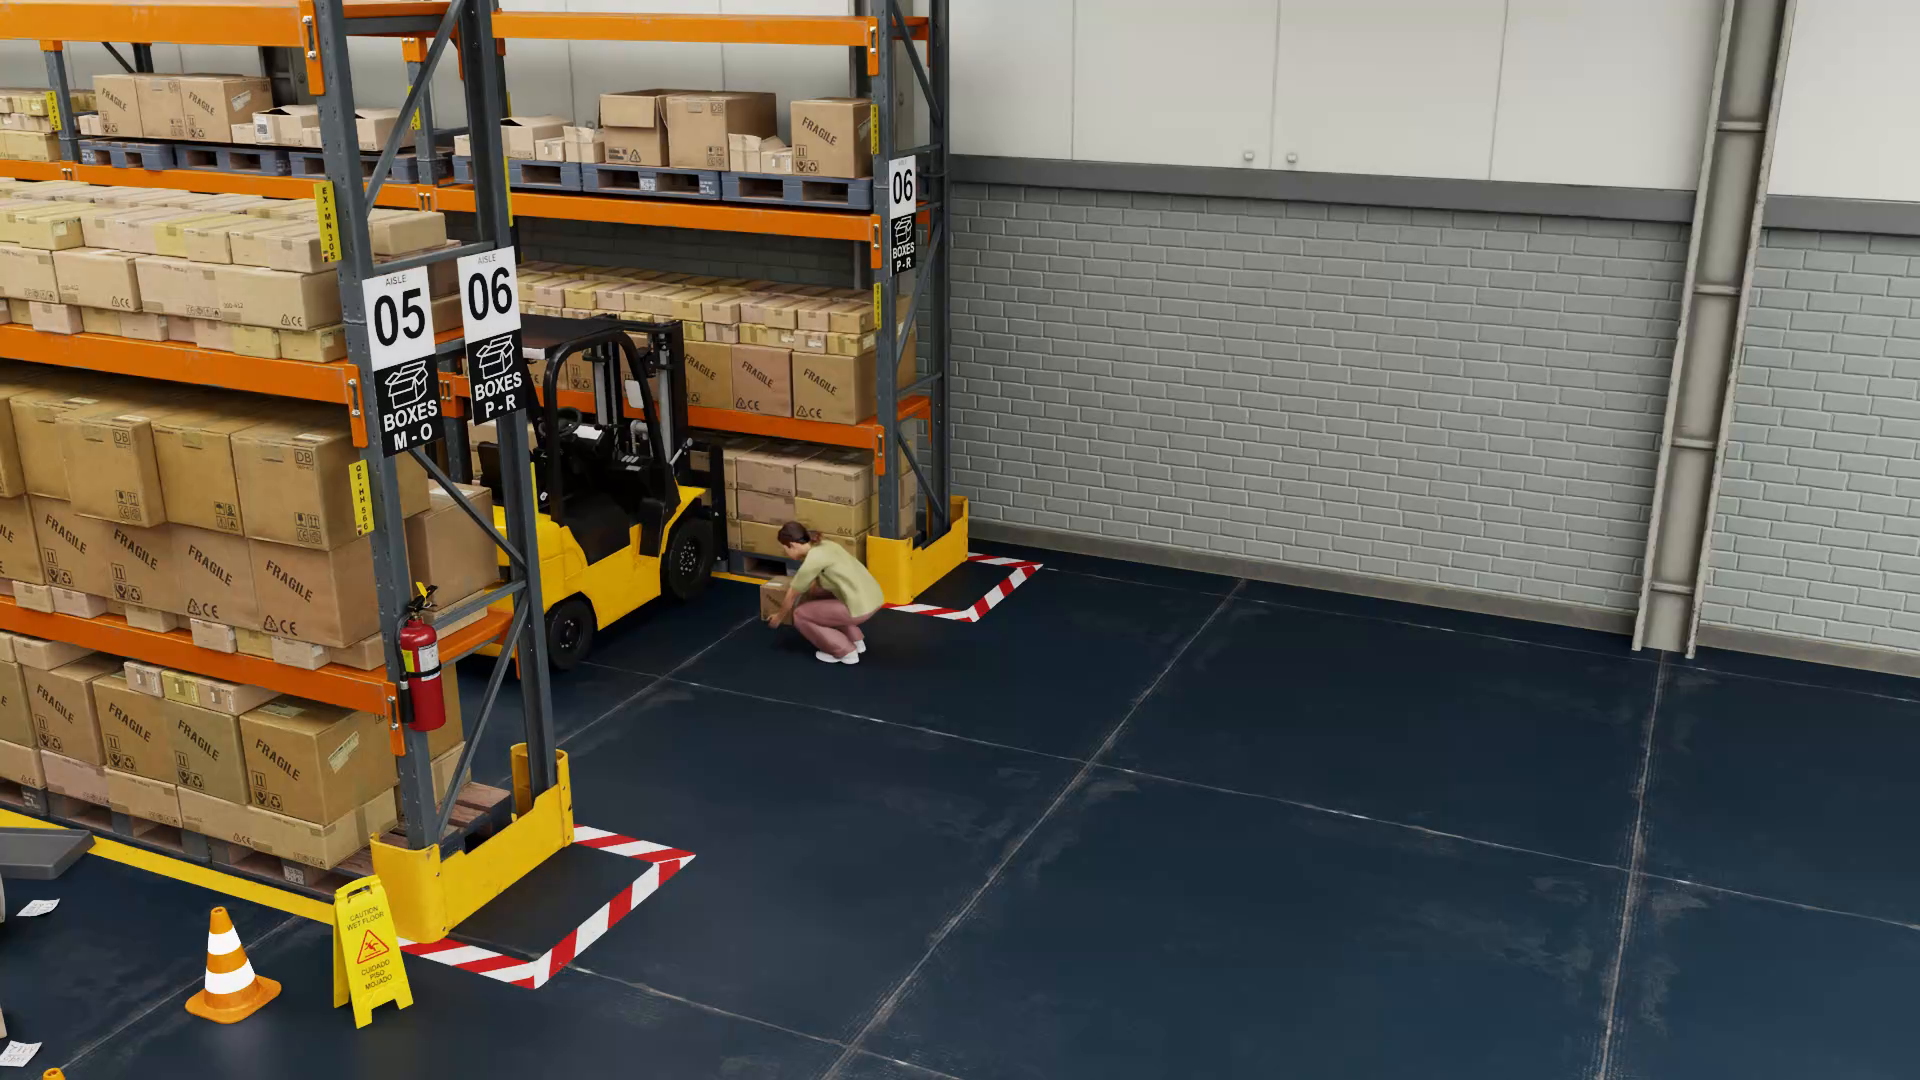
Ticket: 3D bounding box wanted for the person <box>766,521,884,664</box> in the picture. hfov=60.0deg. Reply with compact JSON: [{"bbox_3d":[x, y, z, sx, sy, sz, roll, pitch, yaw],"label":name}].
[{"bbox_3d":[-0.910,0.334,11.252,0.798,0.931,0.475,8,21,23],"label":"person"}]
